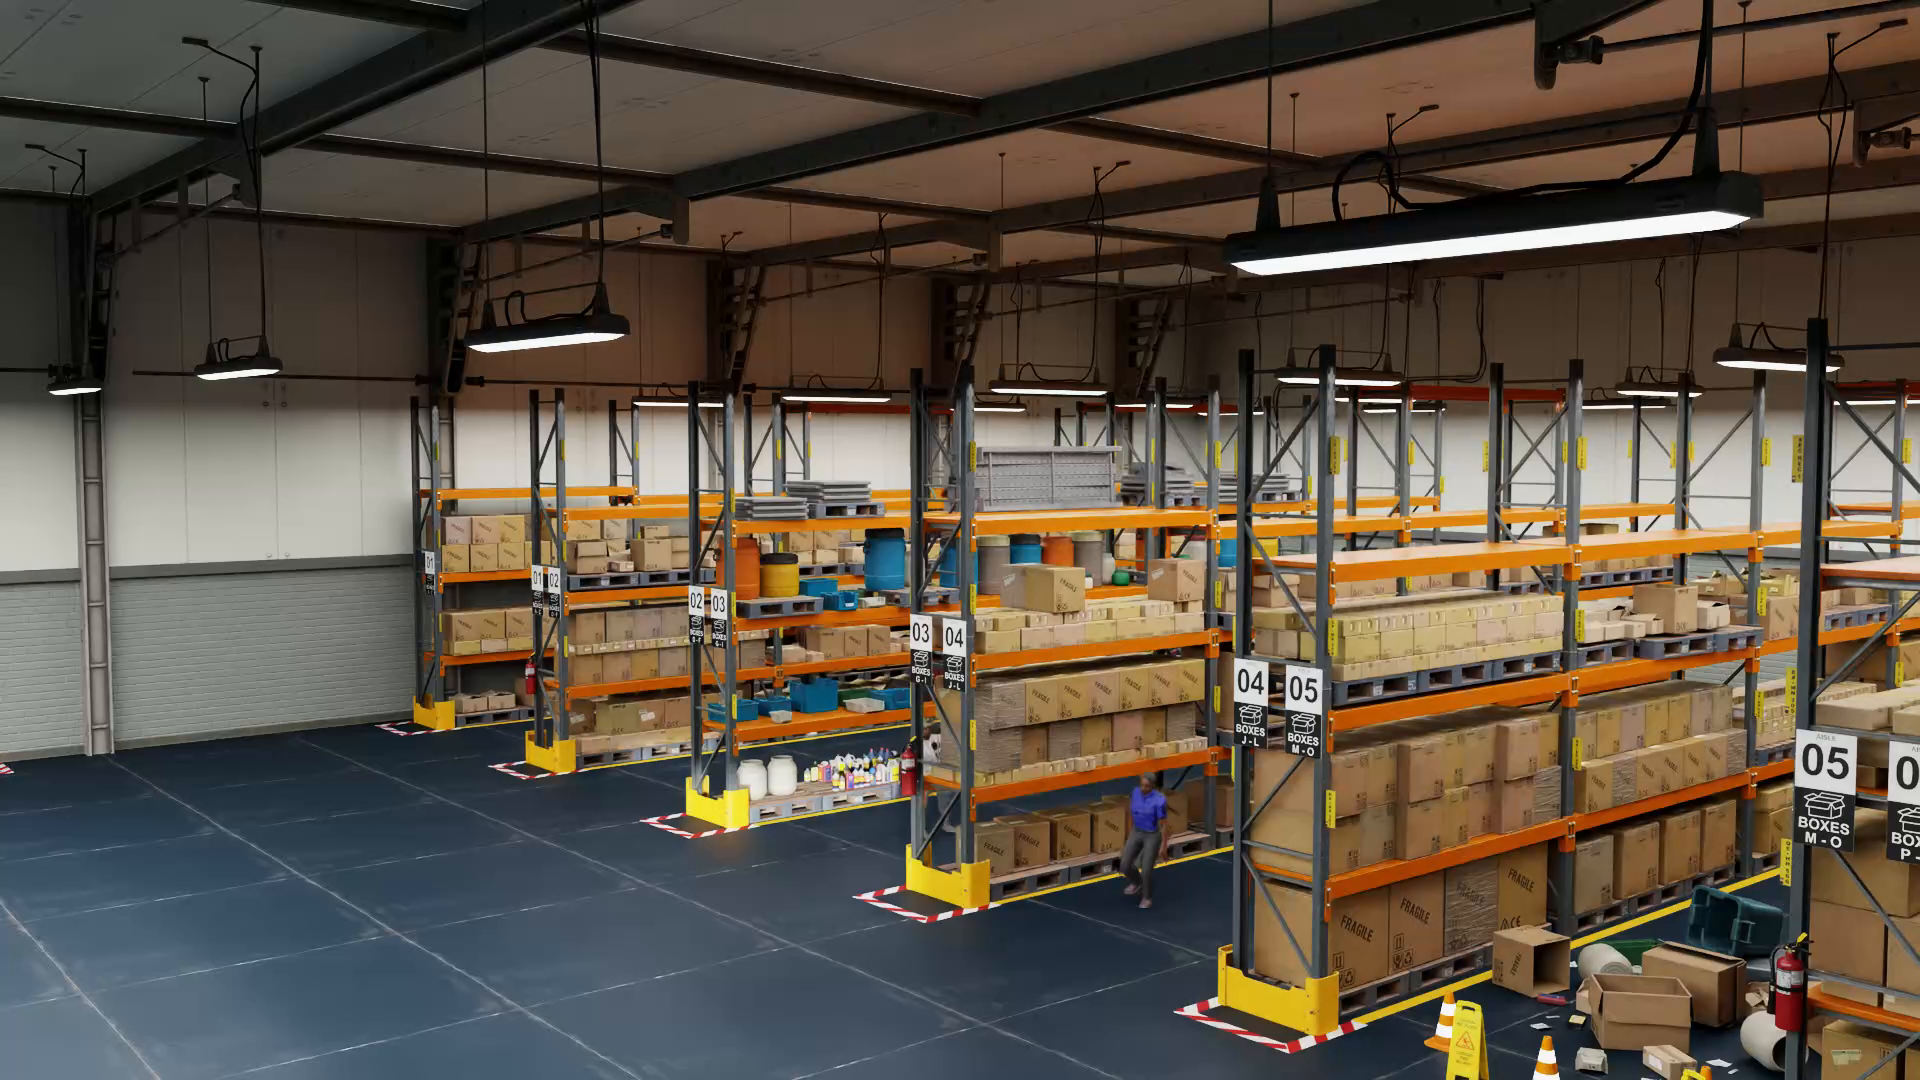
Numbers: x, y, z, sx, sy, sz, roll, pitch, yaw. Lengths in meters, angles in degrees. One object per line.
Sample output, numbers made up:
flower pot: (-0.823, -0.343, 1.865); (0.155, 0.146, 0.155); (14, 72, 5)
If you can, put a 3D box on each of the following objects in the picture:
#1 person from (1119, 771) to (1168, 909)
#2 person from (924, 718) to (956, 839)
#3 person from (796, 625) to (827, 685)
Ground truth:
person: (2.060, 3.286, 18.368); (0.707, 1.574, 0.597); (2, 4, 35)
person: (-0.358, 3.102, 21.756); (0.643, 1.620, 0.770); (0, 3, -6)
person: (-2.966, 2.352, 33.518); (0.728, 1.718, 0.851); (0, 3, 1)
